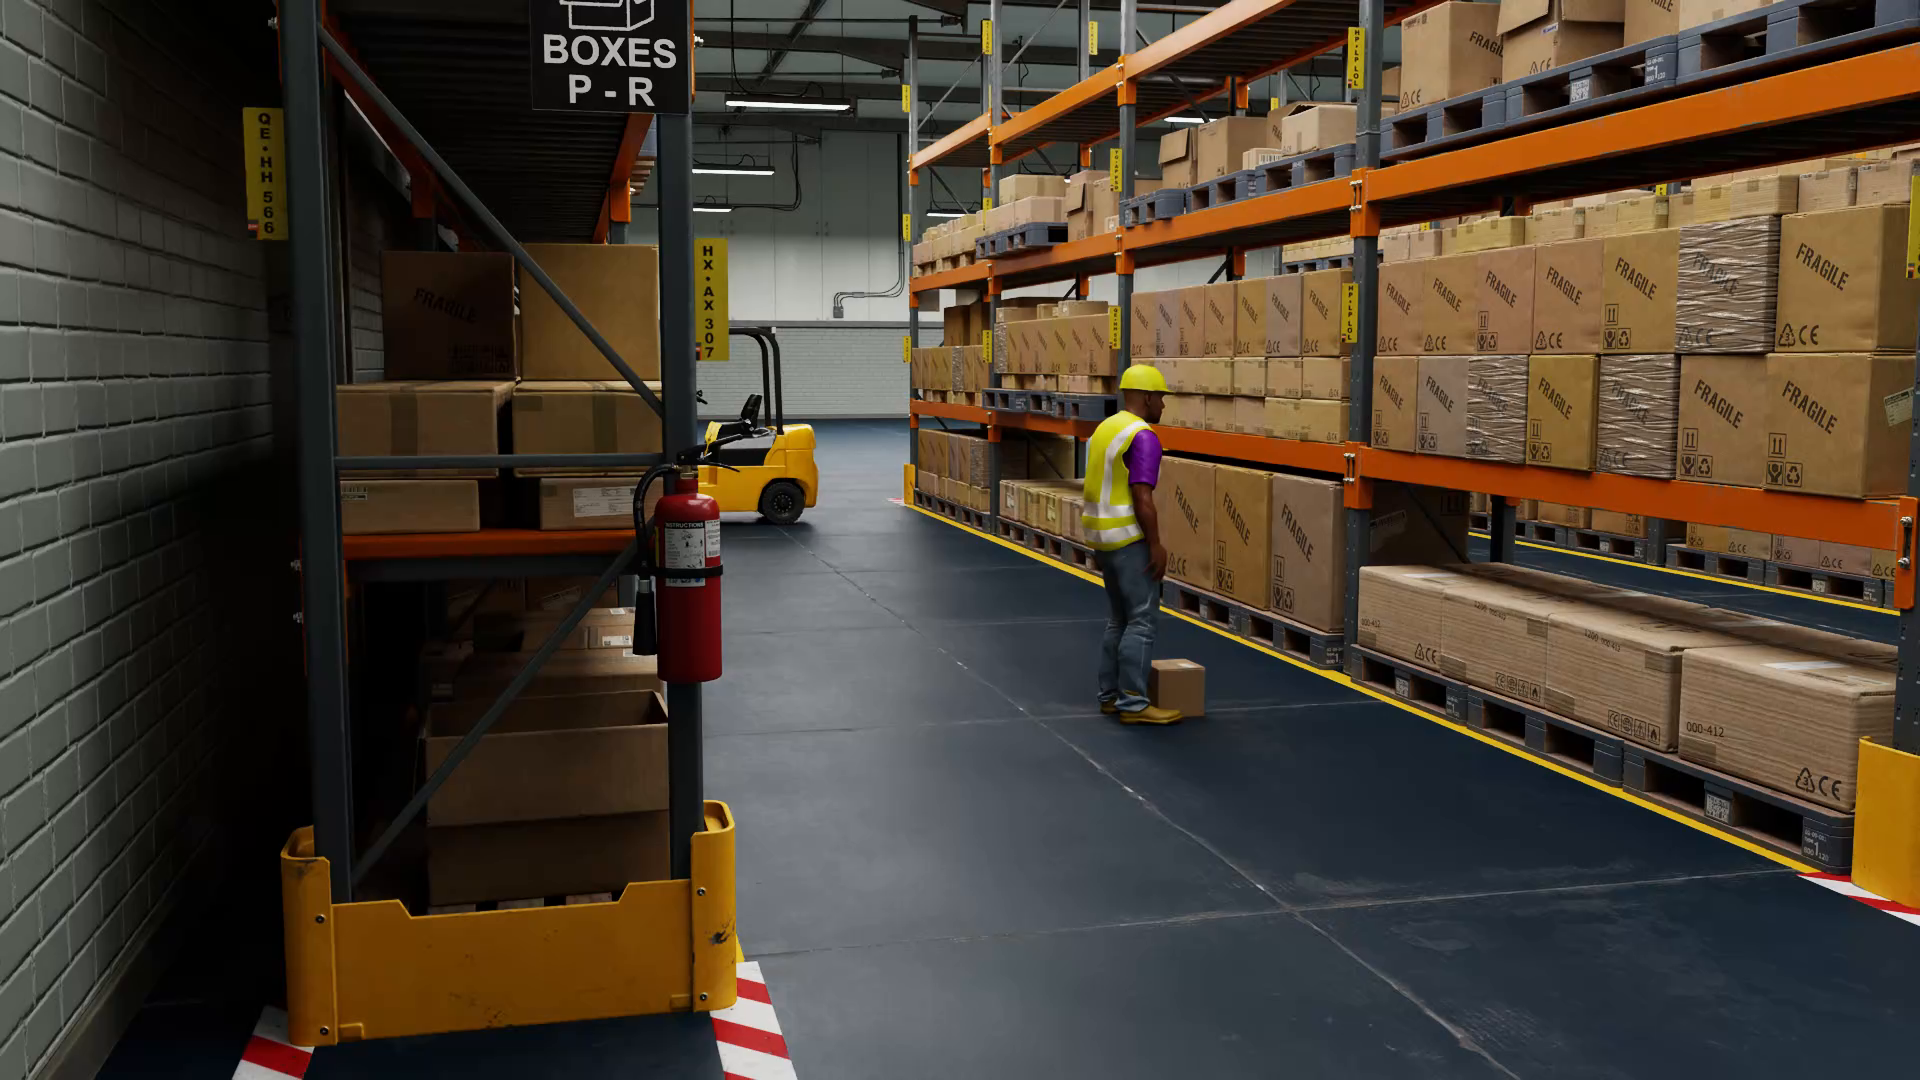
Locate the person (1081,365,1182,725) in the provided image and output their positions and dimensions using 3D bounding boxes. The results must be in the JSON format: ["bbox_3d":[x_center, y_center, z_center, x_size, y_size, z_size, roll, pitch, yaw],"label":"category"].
[{"bbox_3d":[0.856,0.010,8.288,0.460,1.759,0.629,-2,6,-17],"label":"person"}]
